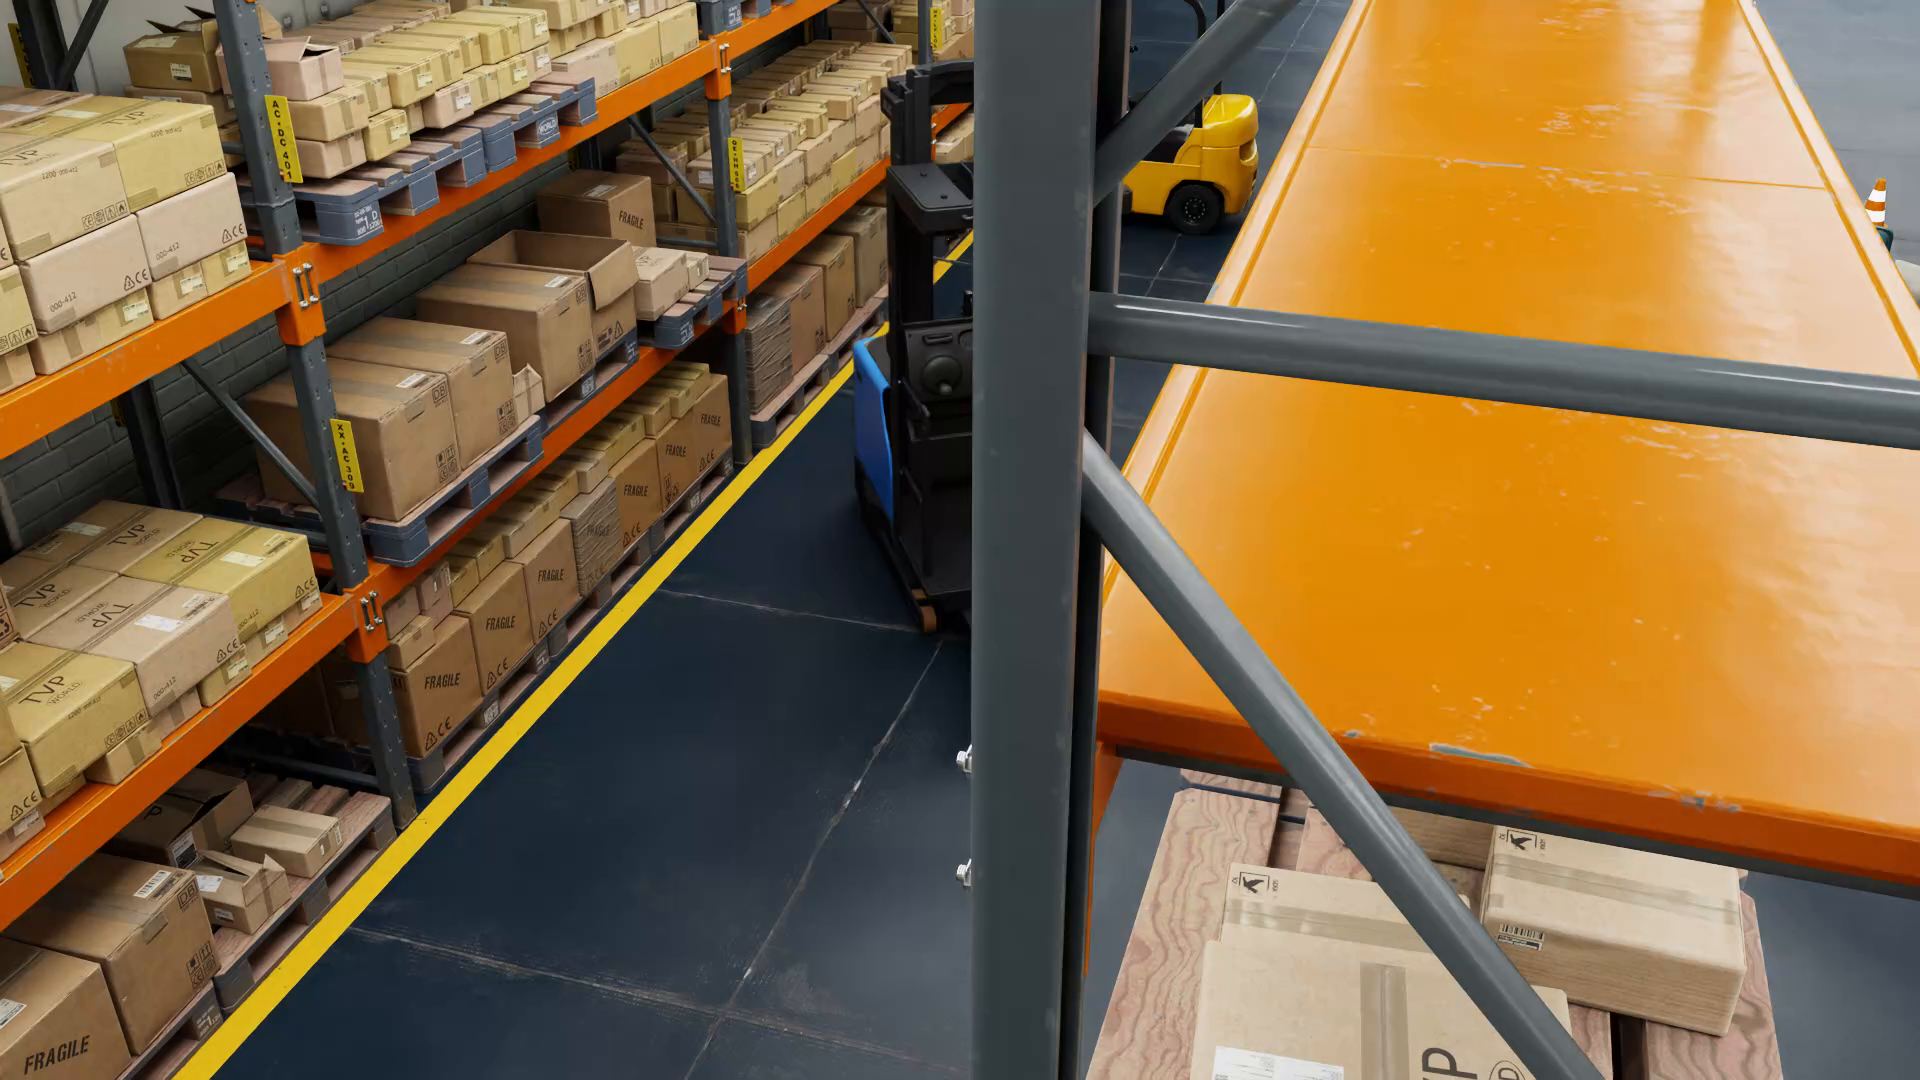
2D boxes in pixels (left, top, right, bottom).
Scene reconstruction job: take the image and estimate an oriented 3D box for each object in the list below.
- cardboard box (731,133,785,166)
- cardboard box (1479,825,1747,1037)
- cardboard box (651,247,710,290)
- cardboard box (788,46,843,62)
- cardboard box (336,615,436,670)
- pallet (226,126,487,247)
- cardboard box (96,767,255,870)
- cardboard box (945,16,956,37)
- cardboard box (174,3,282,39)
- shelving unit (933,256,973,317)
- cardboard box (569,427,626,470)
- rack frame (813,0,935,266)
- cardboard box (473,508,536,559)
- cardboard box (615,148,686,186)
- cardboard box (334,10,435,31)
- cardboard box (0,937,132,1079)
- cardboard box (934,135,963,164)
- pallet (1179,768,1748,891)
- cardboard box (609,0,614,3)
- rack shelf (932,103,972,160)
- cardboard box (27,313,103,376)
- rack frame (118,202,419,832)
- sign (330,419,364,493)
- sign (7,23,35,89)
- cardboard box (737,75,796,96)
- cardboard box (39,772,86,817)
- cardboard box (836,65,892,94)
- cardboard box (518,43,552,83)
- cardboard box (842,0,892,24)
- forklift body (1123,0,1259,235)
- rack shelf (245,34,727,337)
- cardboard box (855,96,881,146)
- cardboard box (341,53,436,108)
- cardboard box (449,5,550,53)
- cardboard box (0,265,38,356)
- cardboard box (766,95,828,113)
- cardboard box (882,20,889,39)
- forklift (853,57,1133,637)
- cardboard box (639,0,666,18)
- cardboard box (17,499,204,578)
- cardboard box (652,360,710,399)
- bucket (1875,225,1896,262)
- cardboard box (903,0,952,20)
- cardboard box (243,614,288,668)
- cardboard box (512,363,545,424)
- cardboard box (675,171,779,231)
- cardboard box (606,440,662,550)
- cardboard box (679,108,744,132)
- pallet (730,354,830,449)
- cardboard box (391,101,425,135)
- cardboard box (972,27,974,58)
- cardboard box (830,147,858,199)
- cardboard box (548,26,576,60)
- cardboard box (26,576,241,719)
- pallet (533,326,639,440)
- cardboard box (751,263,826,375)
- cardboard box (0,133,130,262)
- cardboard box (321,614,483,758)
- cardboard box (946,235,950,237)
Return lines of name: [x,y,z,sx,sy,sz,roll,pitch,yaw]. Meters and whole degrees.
cardboard box: [-1.390,-2.583,11.038,0.380,0.149,0.250,9,30,16]
cardboard box: [1.044,0.620,2.687,0.380,0.149,0.250,10,30,17]
cardboard box: [-1.720,-1.617,9.897,0.380,0.149,0.250,9,30,16]
cardboard box: [-1.157,-3.839,13.295,0.380,0.149,0.250,7,30,13]
cardboard box: [-2.708,0.453,7.823,0.380,0.149,0.250,10,31,17]
pallet: [-2.809,-1.566,7.087,1.213,0.211,1.003,8,30,15]
cardboard box: [-3.488,1.221,7.304,0.500,0.311,0.500,10,30,17]
cardboard box: [-0.250,-4.445,14.385,0.380,0.149,0.250,8,30,15]
cardboard box: [-2.998,-2.063,6.779,0.396,0.266,0.258,8,30,15]
shelving unit: [0.246,-1.402,11.227,0.587,1.500,1.083,16,33,27]
cardboard box: [-2.160,-0.532,9.593,0.380,0.149,0.250,8,30,14]
rack frame: [-0.720,-3.762,13.927,1.000,3.000,0.127,8,30,15]
cardboard box: [-2.460,-0.048,8.723,0.380,0.149,0.250,8,30,15]
cardboard box: [-1.992,-2.410,10.727,0.380,0.149,0.250,9,30,16]
cardboard box: [-2.663,-2.352,7.724,0.380,0.149,0.250,9,30,15]
cardboard box: [-3.433,1.830,6.014,0.500,0.500,0.500,9,30,16]
cardboard box: [-0.278,-3.361,14.574,0.500,0.250,0.500,8,30,14]
pallet: [1.068,0.334,3.569,1.003,0.211,1.213,8,30,15]
cardboard box: [-2.035,-2.900,8.731,0.380,0.149,0.250,8,30,14]
rack shelf: [-0.132,-4.377,15.772,1.077,0.370,4.000,8,30,15]
cardboard box: [-3.129,-0.685,5.569,0.380,0.149,0.250,8,30,15]
rack frame: [-3.068,-0.044,7.244,1.000,3.000,0.127,8,30,15]
sign: [-2.547,-0.348,6.900,0.100,0.325,0.005,8,30,15]
sign: [-3.599,-1.830,6.432,0.100,0.325,0.005,8,30,15]
cardboard box: [-1.452,-3.371,12.455,0.380,0.149,0.250,8,30,14]
cardboard box: [-3.362,0.843,5.907,0.380,0.149,0.250,9,30,16]
cardboard box: [-0.739,-3.529,12.737,0.380,0.149,0.250,8,30,13]
cardboard box: [-2.173,-2.272,7.887,0.380,0.149,0.250,9,30,16]
cardboard box: [-0.801,-4.521,14.216,0.380,0.149,0.250,8,30,14]
forklift body: [1.642,-4.108,15.422,2.313,2.155,1.214,8,30,15]
rack shelf: [-2.481,-1.970,8.360,1.077,0.370,4.000,8,30,15]
cardboard box: [-0.919,-3.173,12.509,0.500,0.250,0.500,9,30,16]
cardboard box: [-2.436,-1.924,6.956,0.380,0.149,0.250,8,30,14]
cardboard box: [-2.165,-2.403,7.815,0.380,0.149,0.250,9,30,15]
cardboard box: [-3.274,-0.680,5.149,0.500,0.250,0.500,9,30,16]
cardboard box: [-1.166,-3.072,11.917,0.380,0.149,0.250,8,30,15]
cardboard box: [-0.831,-4.396,14.297,0.380,0.149,0.250,8,30,13]
forklift: [0.219,-0.965,8.969,1.130,2.935,3.031,-8,30,-14]
cardboard box: [-1.862,-3.006,9.226,0.380,0.149,0.250,8,30,14]
cardboard box: [-3.471,0.083,6.863,0.500,0.250,0.500,8,30,14]
cardboard box: [-1.796,-1.012,10.455,0.380,0.149,0.250,7,30,12]
bucket: [6.624,-2.022,12.603,0.726,0.611,0.620,20,45,32]
cardboard box: [-0.286,-4.579,14.319,0.380,0.149,0.250,8,30,14]
cardboard box: [-2.976,0.374,6.750,0.380,0.149,0.250,9,30,16]
cardboard box: [-2.293,-0.760,8.236,0.396,0.266,0.258,10,31,17]
cardboard box: [-1.506,-2.224,10.802,0.500,0.250,0.500,8,30,15]
cardboard box: [-2.120,-0.292,9.829,0.500,0.500,0.500,10,31,17]
cardboard box: [-1.731,-2.894,11.596,0.380,0.149,0.250,8,30,15]
pallet: [-1.615,-1.061,11.941,1.003,0.211,1.213,8,30,15]
cardboard box: [-2.510,-1.801,7.041,0.380,0.149,0.250,9,30,15]
cardboard box: [-0.055,-4.454,15.069,0.500,0.500,0.500,8,30,14]
cardboard box: [-1.079,-2.723,12.213,0.500,0.250,0.500,9,30,16]
cardboard box: [-2.170,-2.529,8.369,0.380,0.149,0.250,9,30,16]
cardboard box: [-3.117,0.398,6.297,0.500,0.250,0.500,9,30,15]
pallet: [-2.460,-0.915,9.006,1.003,0.211,1.213,8,30,15]
cardboard box: [-1.513,-1.641,12.126,0.875,0.625,0.625,9,30,17]
cardboard box: [-3.126,-1.132,5.447,0.500,0.250,0.500,8,30,14]
cardboard box: [-2.711,0.672,8.096,0.500,0.500,0.500,10,31,17]
cardboard box: [-0.261,-2.921,14.812,0.500,0.250,0.500,9,30,15]
